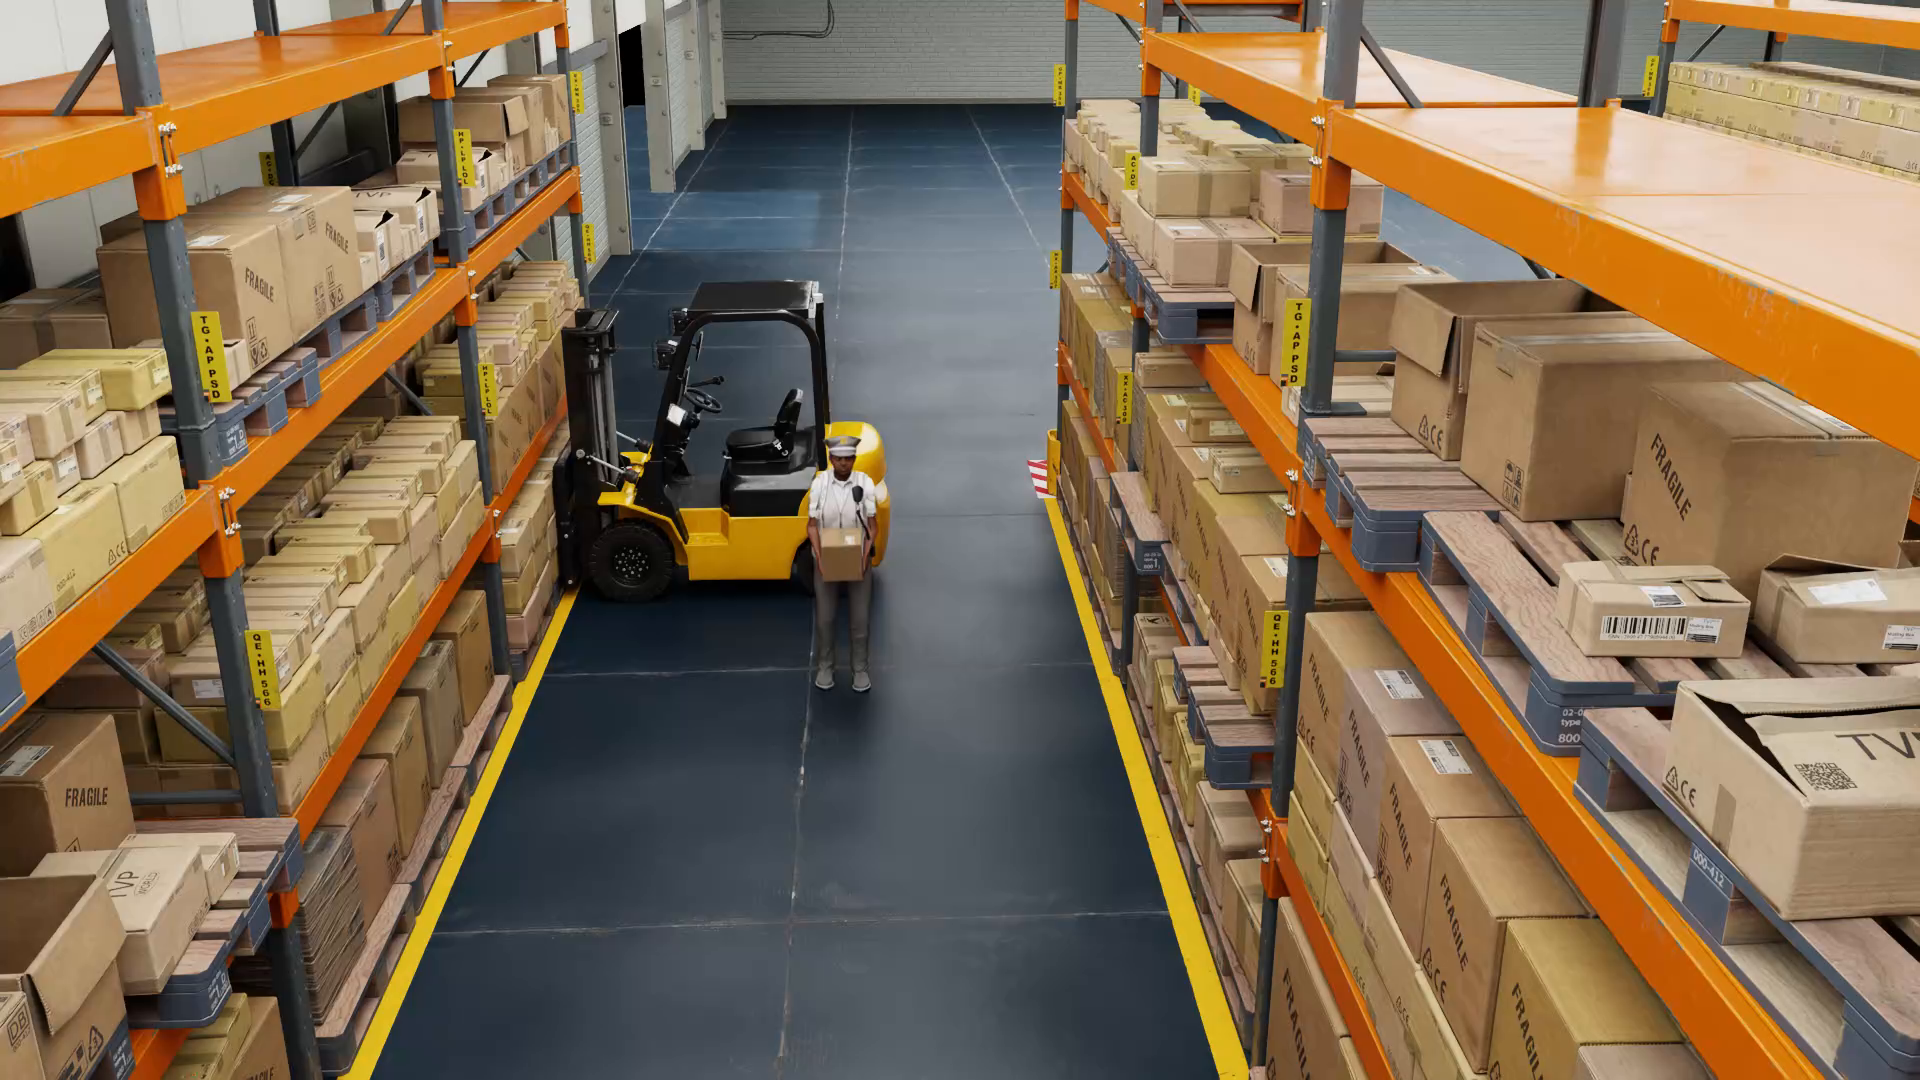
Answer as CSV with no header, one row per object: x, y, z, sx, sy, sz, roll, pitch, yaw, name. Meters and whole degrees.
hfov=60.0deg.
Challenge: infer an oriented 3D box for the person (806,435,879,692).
-0.746,0.155,10.631,0.464,1.683,0.507,-1,21,-3,person
